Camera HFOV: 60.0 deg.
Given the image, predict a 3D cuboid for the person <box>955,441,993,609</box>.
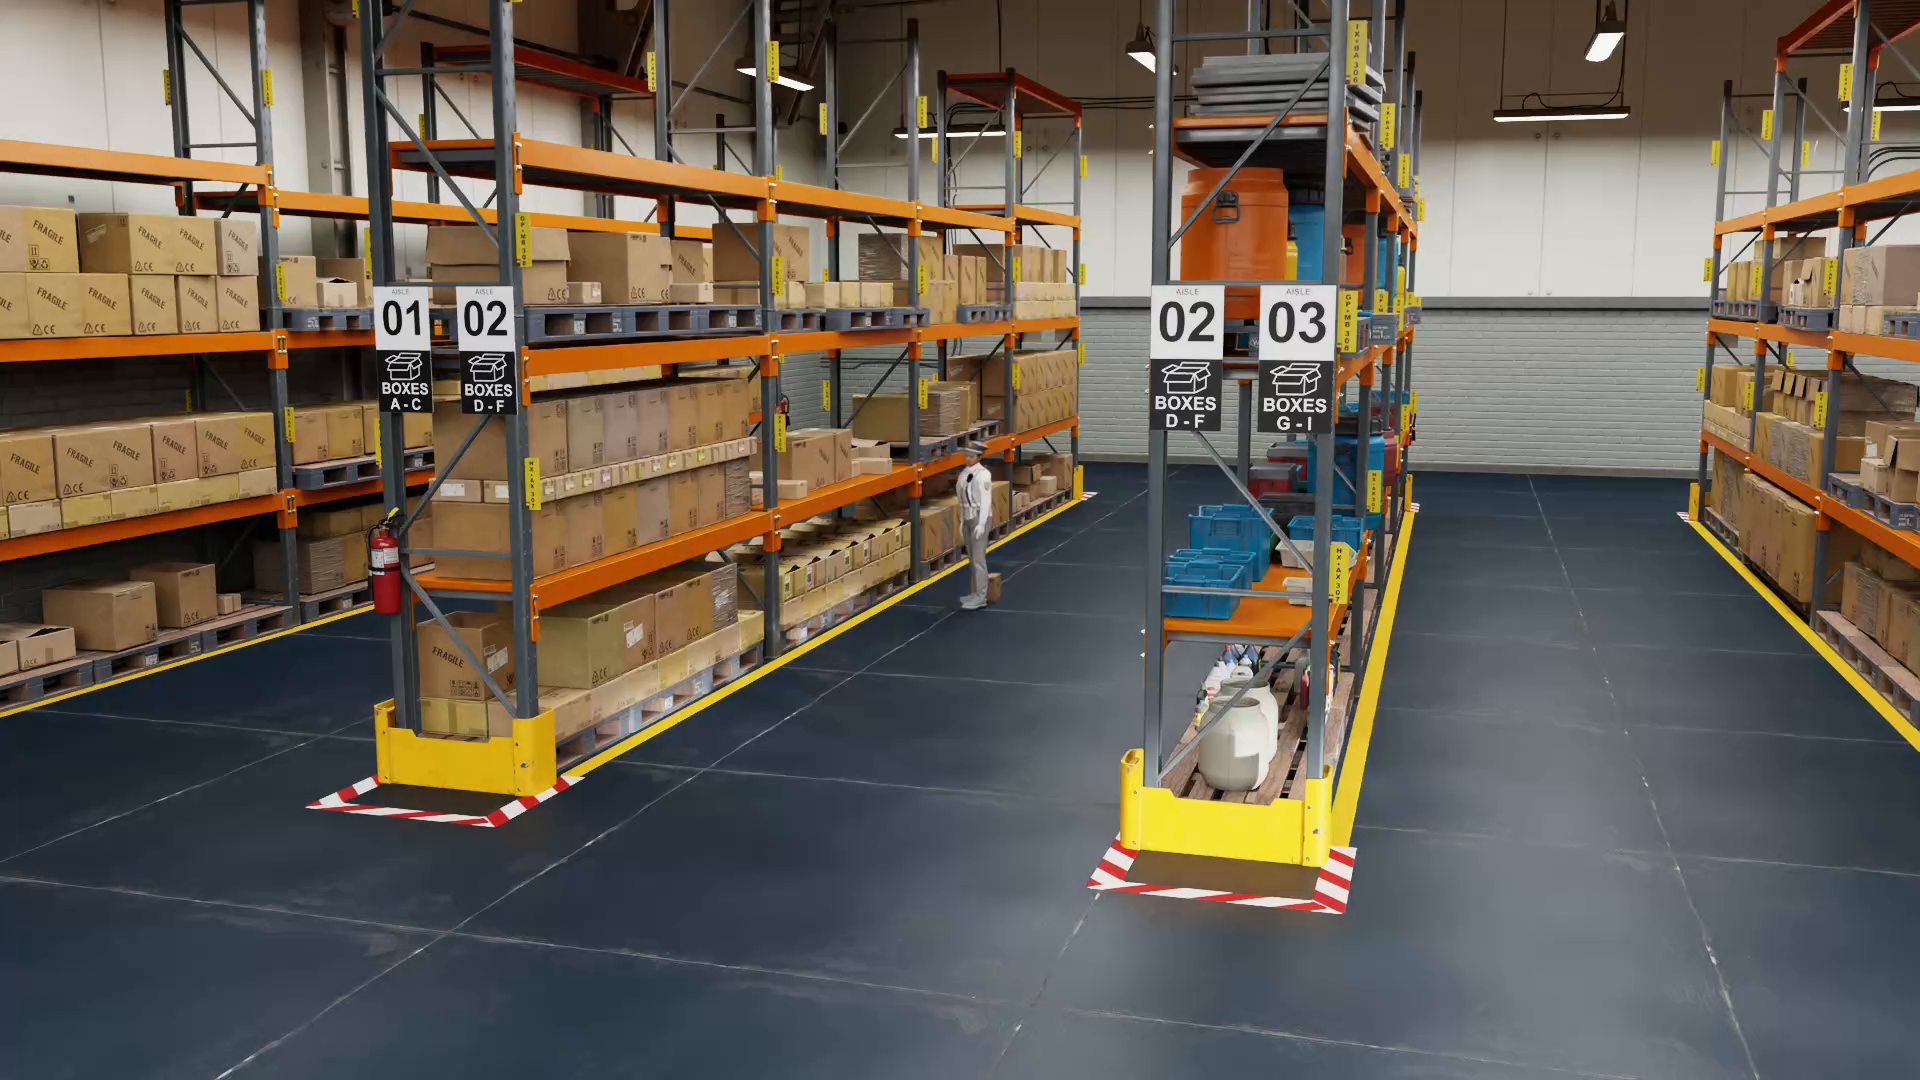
[{"bbox_3d":[0.130,-0.164,16.733,0.405,1.679,0.522,-4,9,-25],"label":"person"}]
